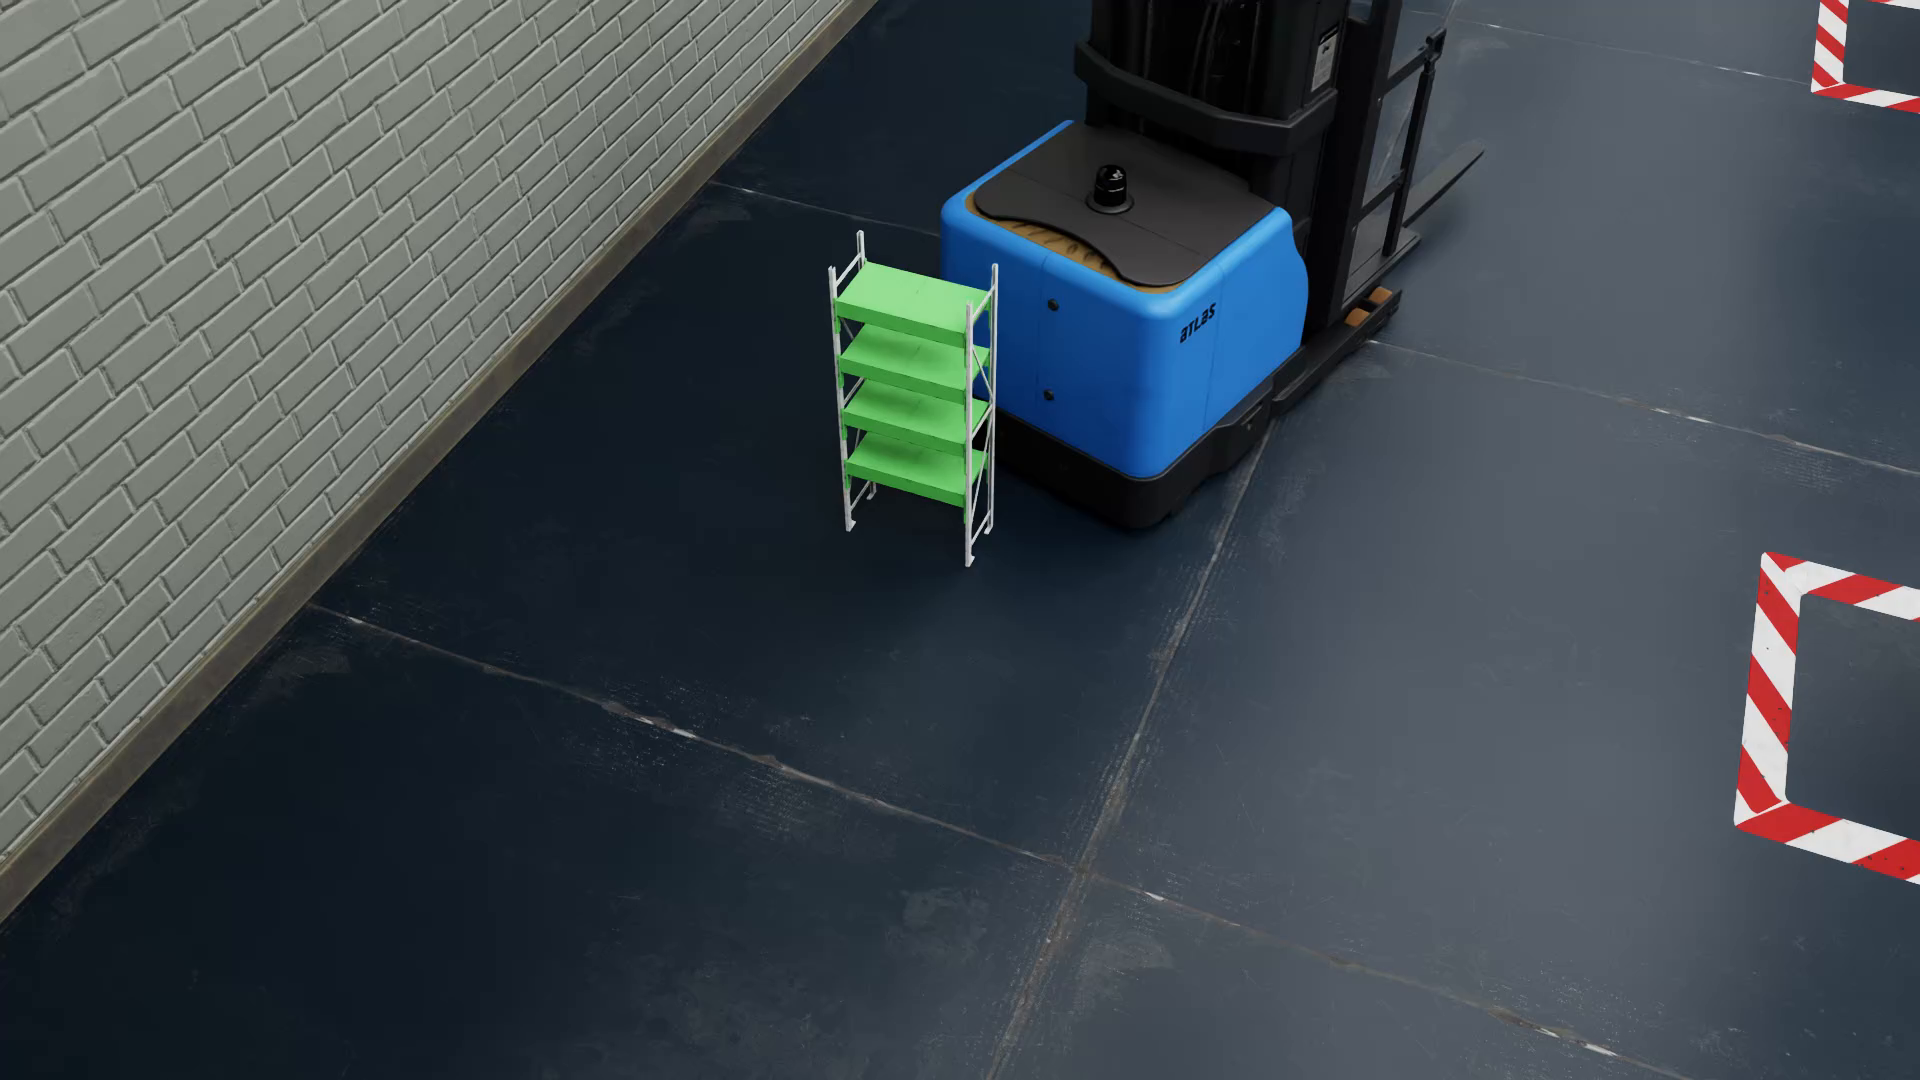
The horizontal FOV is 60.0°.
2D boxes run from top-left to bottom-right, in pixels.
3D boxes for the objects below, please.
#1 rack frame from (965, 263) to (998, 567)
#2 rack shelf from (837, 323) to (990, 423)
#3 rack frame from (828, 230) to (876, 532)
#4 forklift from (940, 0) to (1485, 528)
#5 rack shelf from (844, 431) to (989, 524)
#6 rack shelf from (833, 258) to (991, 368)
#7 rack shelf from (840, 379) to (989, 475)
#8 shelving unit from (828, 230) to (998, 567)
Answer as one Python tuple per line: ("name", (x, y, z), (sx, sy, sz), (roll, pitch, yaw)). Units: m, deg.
("rack frame", (0.072, -0.404, 5.805), (0.015, 1.200, 0.240), (16, 47, 16))
("rack shelf", (-0.153, -0.595, 5.748), (0.480, 0.148, 0.258), (16, 47, 16))
("rack frame", (-0.378, -0.537, 5.939), (0.015, 1.200, 0.240), (16, 47, 16))
("forklift", (1.240, -2.059, 6.242), (1.130, 2.935, 3.031), (30, 52, 27))
("rack shelf", (-0.153, -0.255, 6.086), (0.480, 0.148, 0.258), (16, 47, 16))
("rack shelf", (-0.153, -0.765, 5.579), (0.480, 0.148, 0.258), (16, 47, 16))
("rack shelf", (-0.153, -0.425, 5.917), (0.480, 0.148, 0.258), (16, 47, 16))
("shelving unit", (-0.153, -0.470, 5.872), (0.503, 1.200, 0.258), (16, 47, 16))
